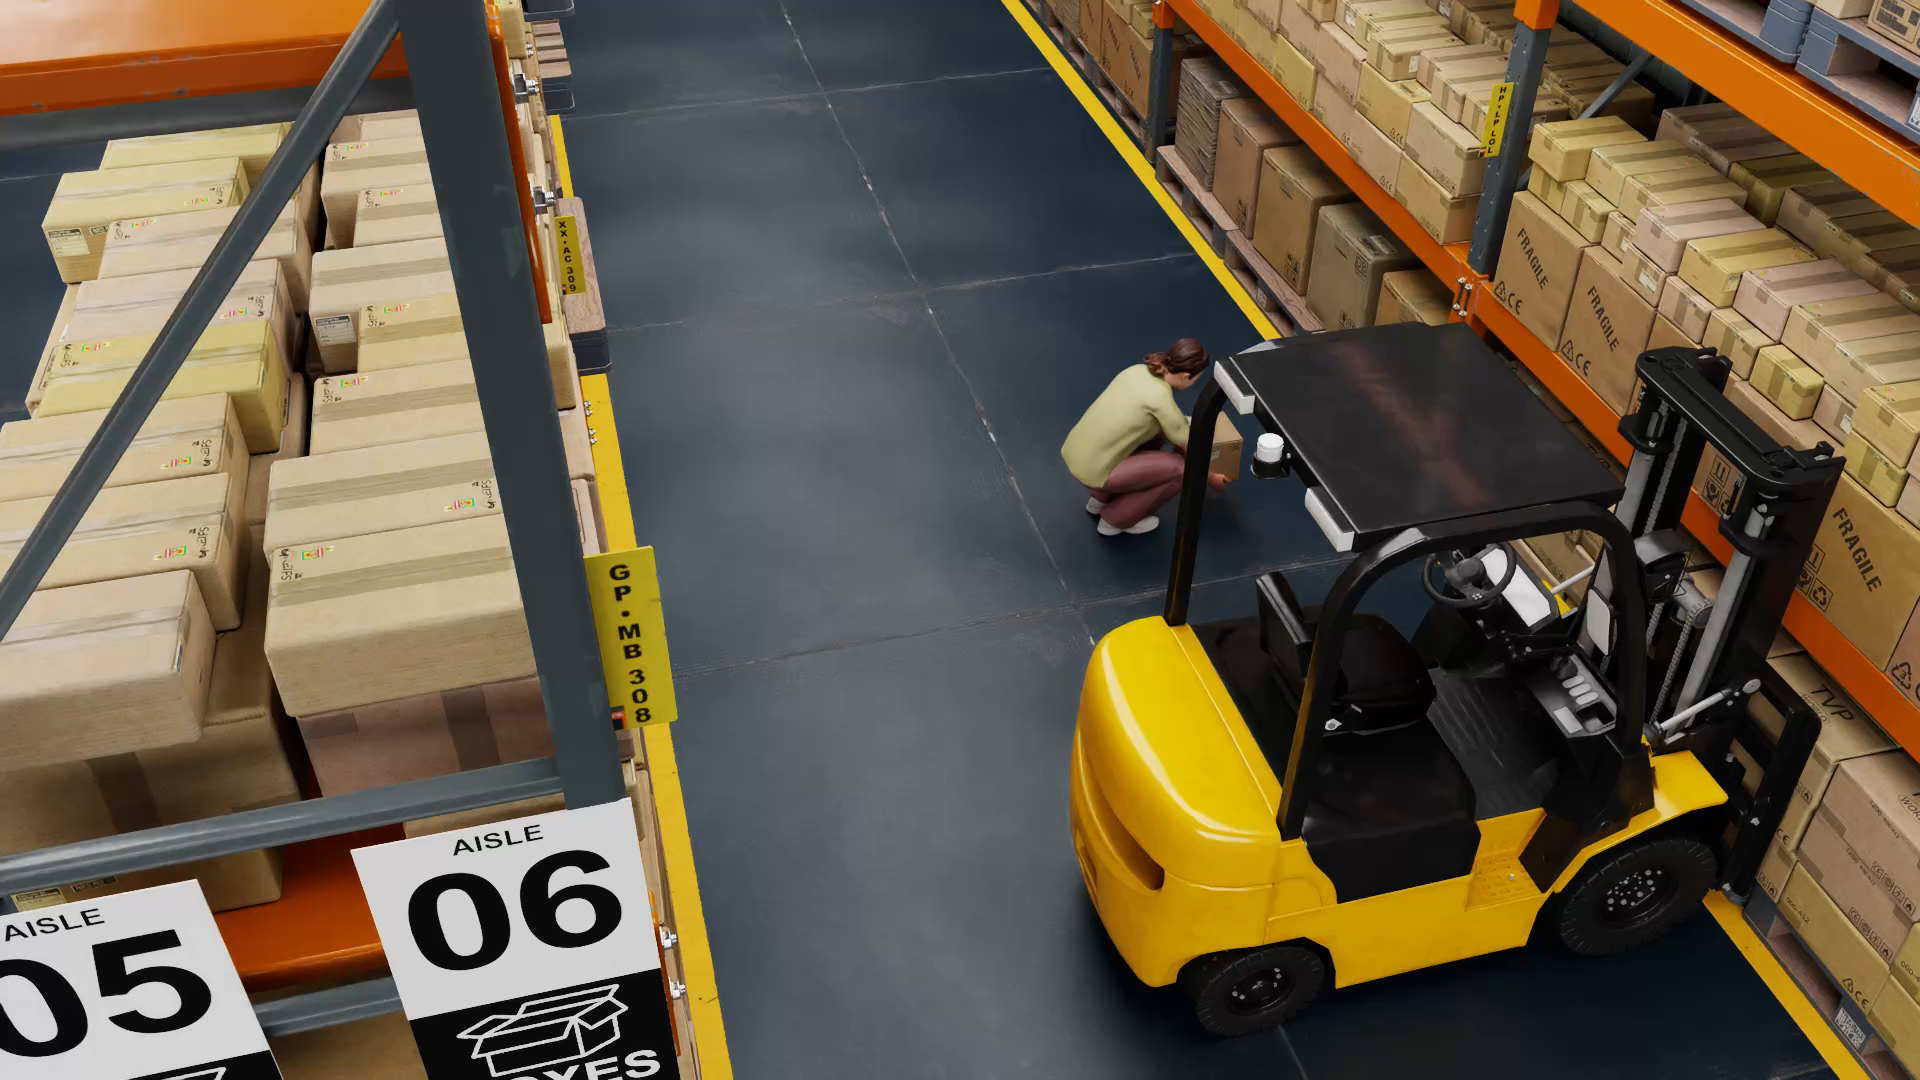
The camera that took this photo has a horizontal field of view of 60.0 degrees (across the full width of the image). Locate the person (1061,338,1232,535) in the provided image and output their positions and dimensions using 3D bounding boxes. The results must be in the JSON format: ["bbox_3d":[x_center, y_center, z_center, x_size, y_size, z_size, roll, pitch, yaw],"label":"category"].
[{"bbox_3d":[0.888,-0.500,7.953,0.816,0.934,0.466,-10,39,-12],"label":"person"}]
